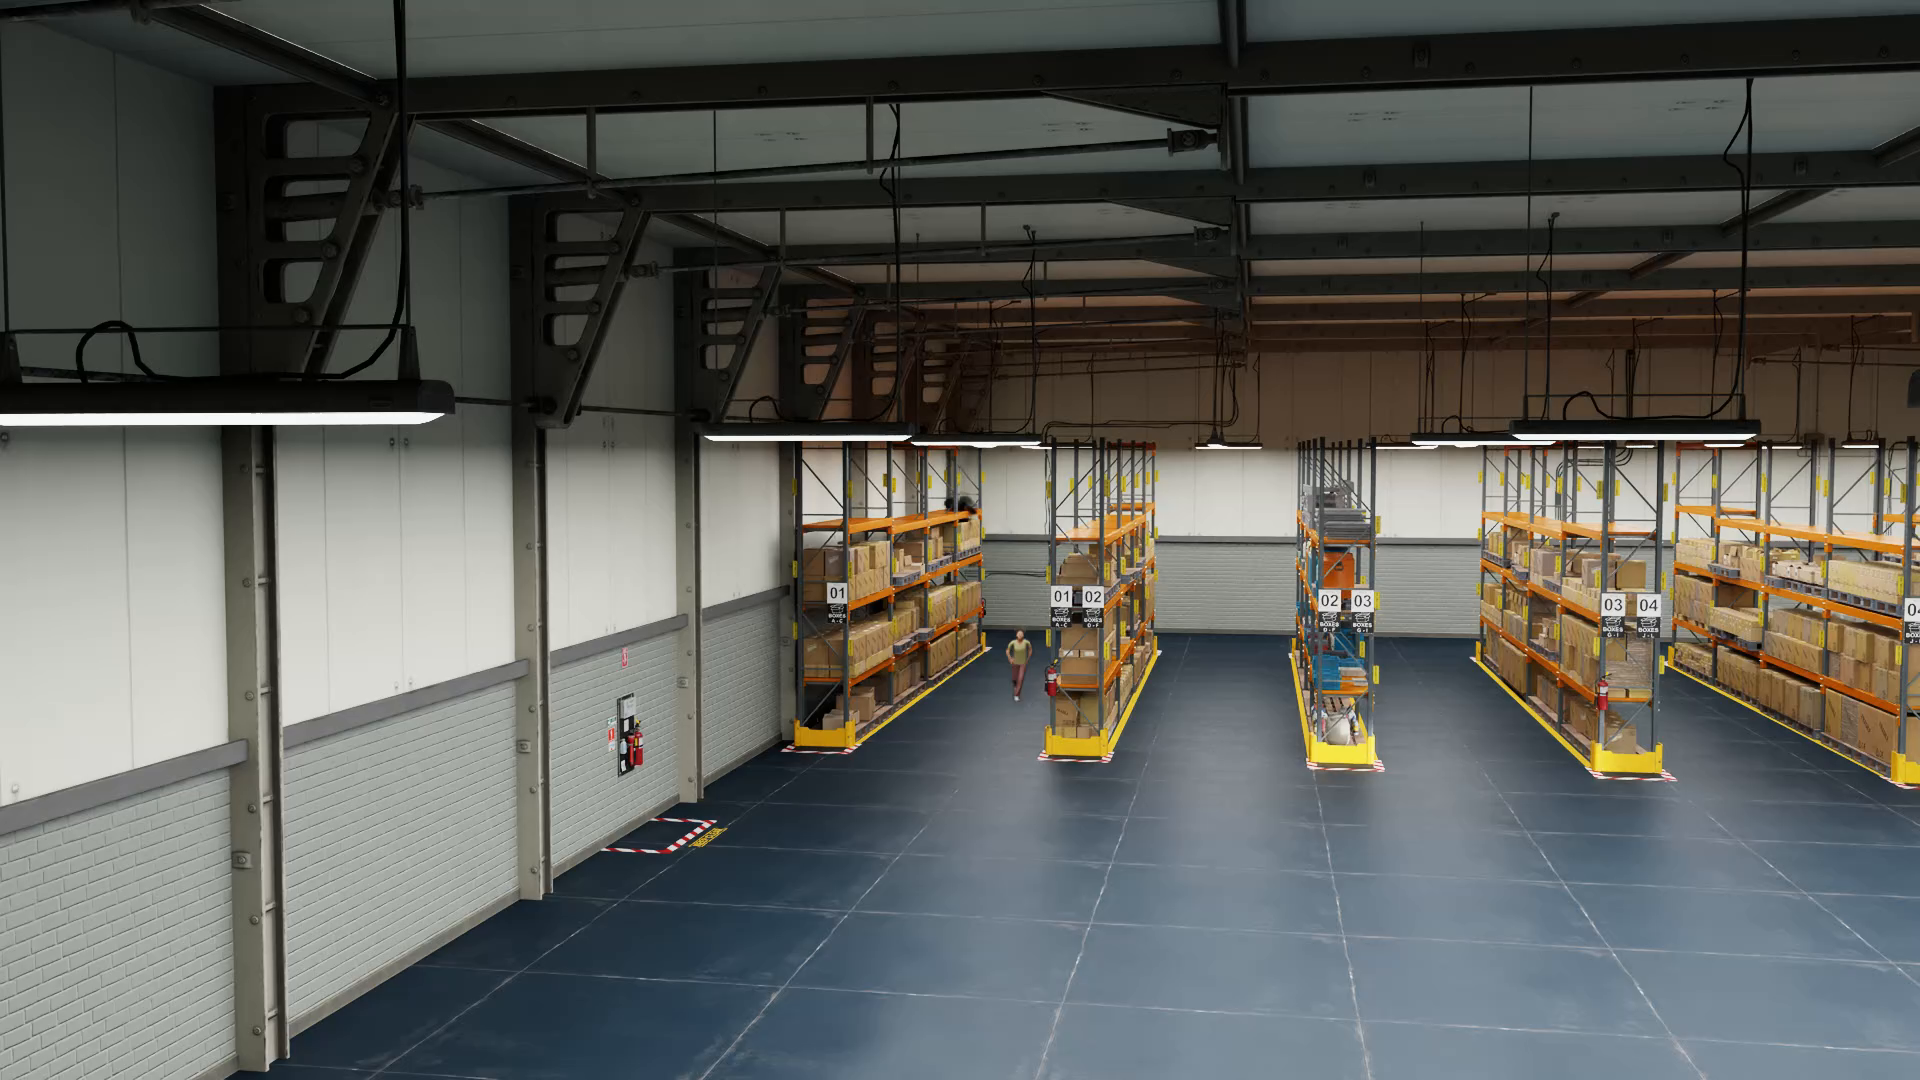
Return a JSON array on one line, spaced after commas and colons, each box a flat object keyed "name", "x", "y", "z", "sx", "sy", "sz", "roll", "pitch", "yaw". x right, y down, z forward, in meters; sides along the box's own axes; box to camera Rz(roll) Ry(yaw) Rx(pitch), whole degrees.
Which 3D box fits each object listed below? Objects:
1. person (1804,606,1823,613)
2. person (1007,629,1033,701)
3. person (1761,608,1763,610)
[{"name": "person", "x": 23.192, "y": 2.409, "z": 45.332, "sx": 0.929, "sy": 1.804, "sz": 0.676, "roll": 0, "pitch": 3, "yaw": 0}, {"name": "person", "x": 1.383, "y": 2.878, "z": 38.558, "sx": 0.602, "sy": 1.637, "sz": 0.669, "roll": 0, "pitch": 3, "yaw": 0}, {"name": "person", "x": 21.089, "y": 2.563, "z": 43.798, "sx": 0.751, "sy": 1.715, "sz": 0.620, "roll": 0, "pitch": 3, "yaw": 4}]
